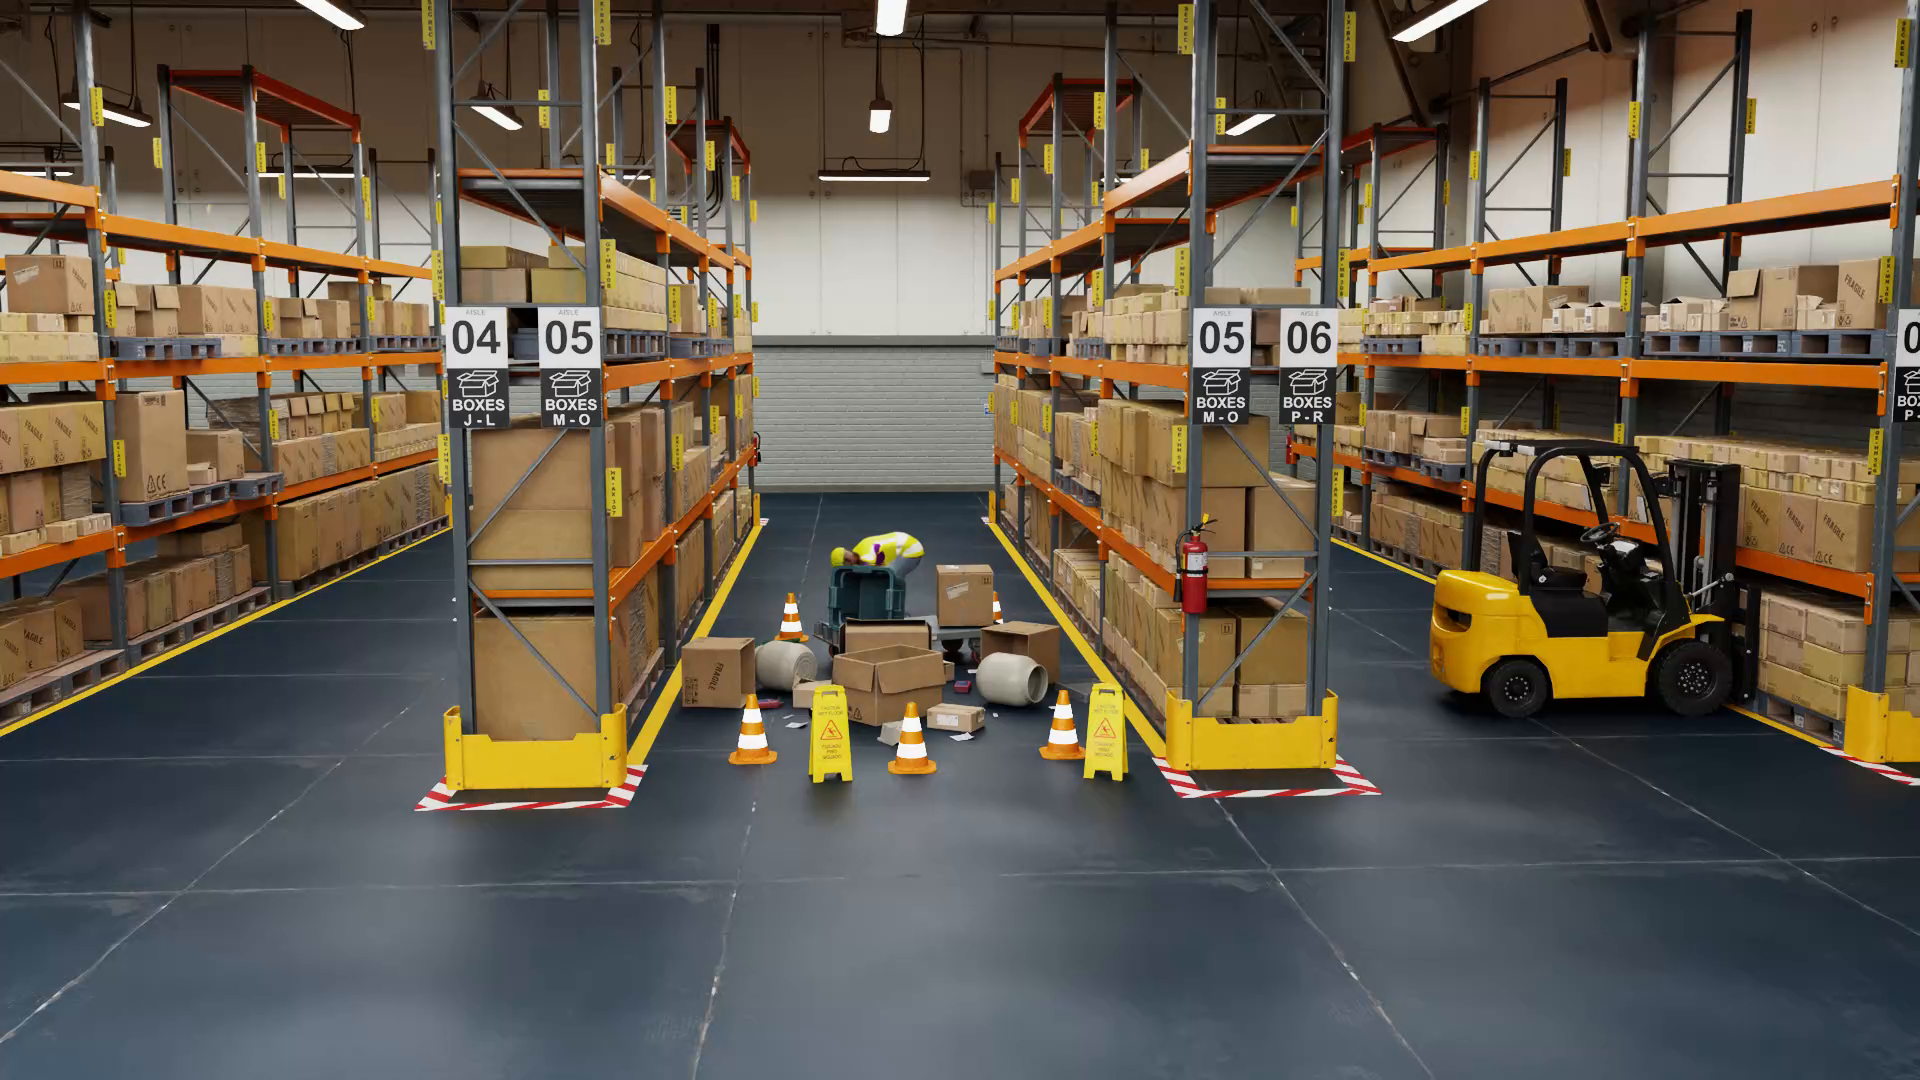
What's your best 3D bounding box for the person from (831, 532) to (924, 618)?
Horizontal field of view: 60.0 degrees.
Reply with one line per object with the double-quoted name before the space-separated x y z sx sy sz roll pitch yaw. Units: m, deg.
"person" -0.863 0.420 17.372 0.975 0.992 0.496 -1 7 -7
